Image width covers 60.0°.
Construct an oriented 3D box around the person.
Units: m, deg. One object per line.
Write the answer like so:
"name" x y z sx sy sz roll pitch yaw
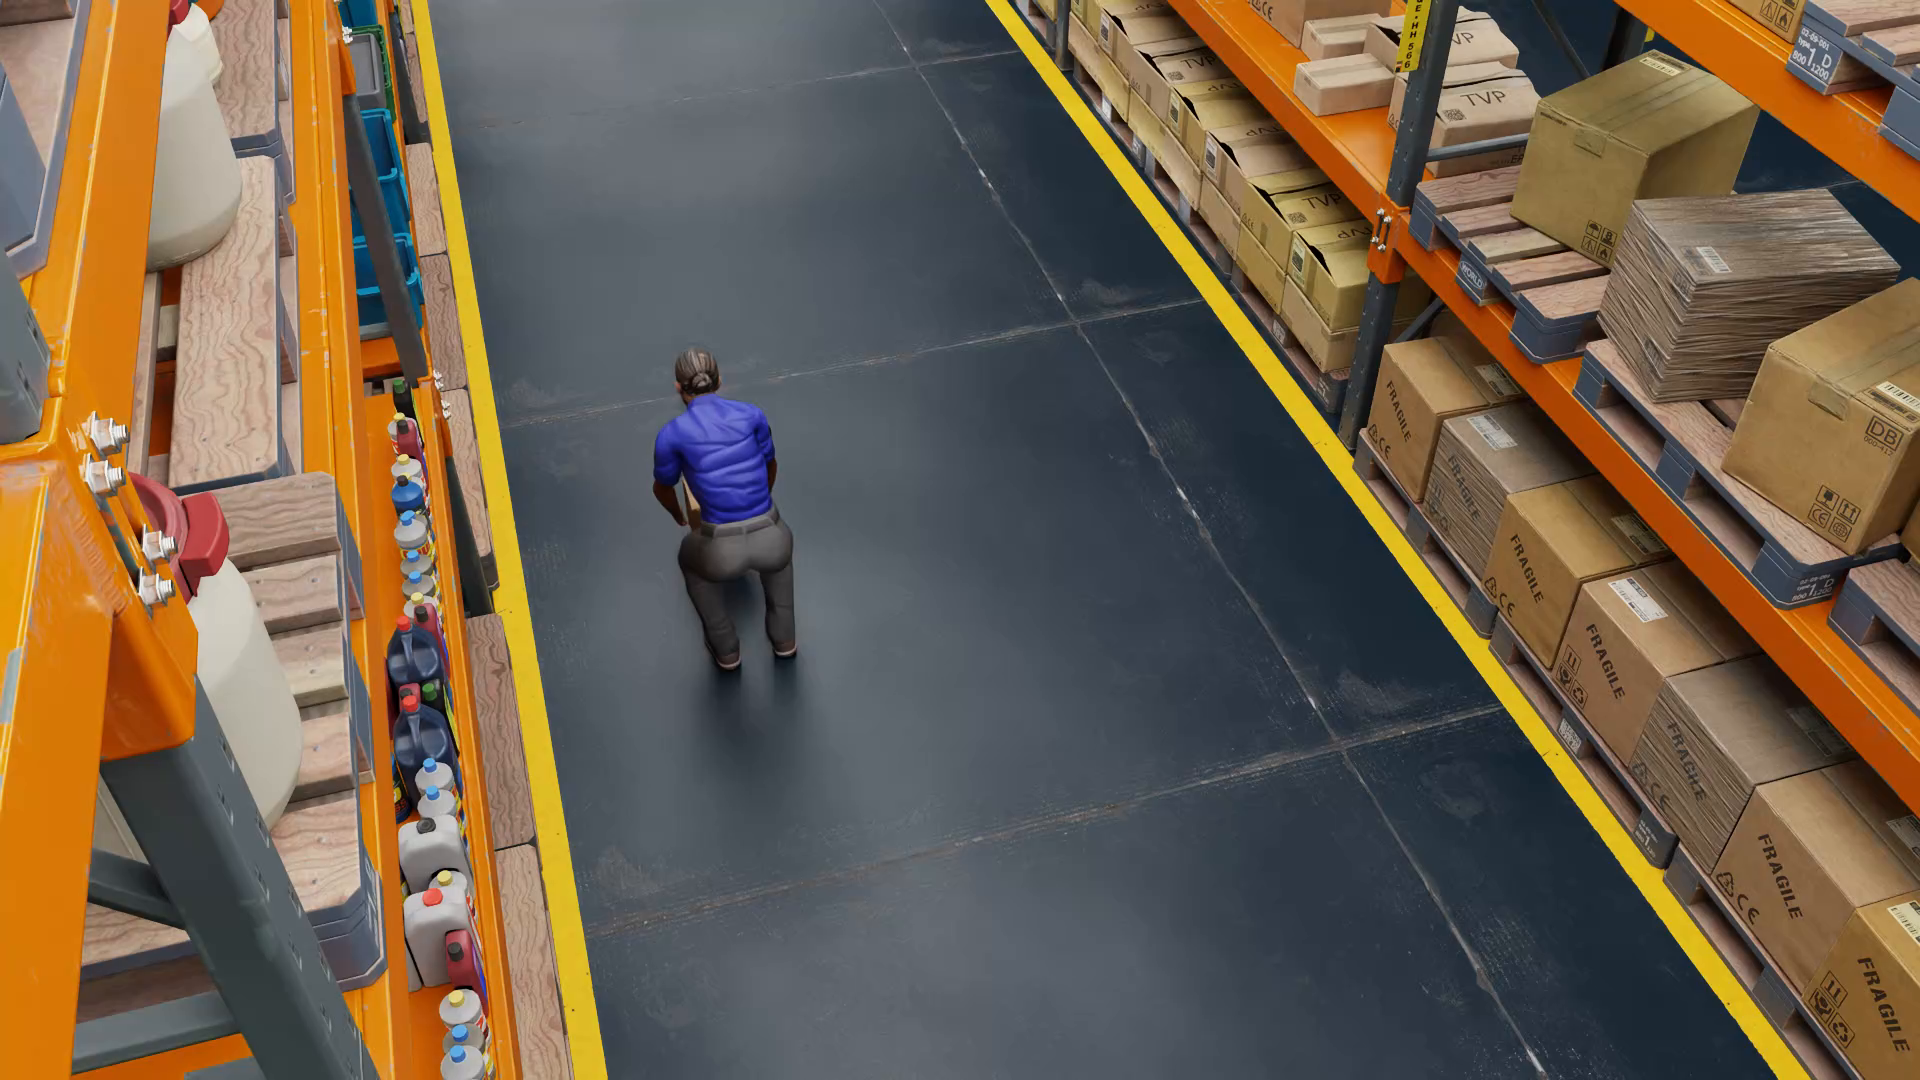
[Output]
"person" -0.924 -0.075 6.534 0.499 1.277 0.682 -12 44 -13
